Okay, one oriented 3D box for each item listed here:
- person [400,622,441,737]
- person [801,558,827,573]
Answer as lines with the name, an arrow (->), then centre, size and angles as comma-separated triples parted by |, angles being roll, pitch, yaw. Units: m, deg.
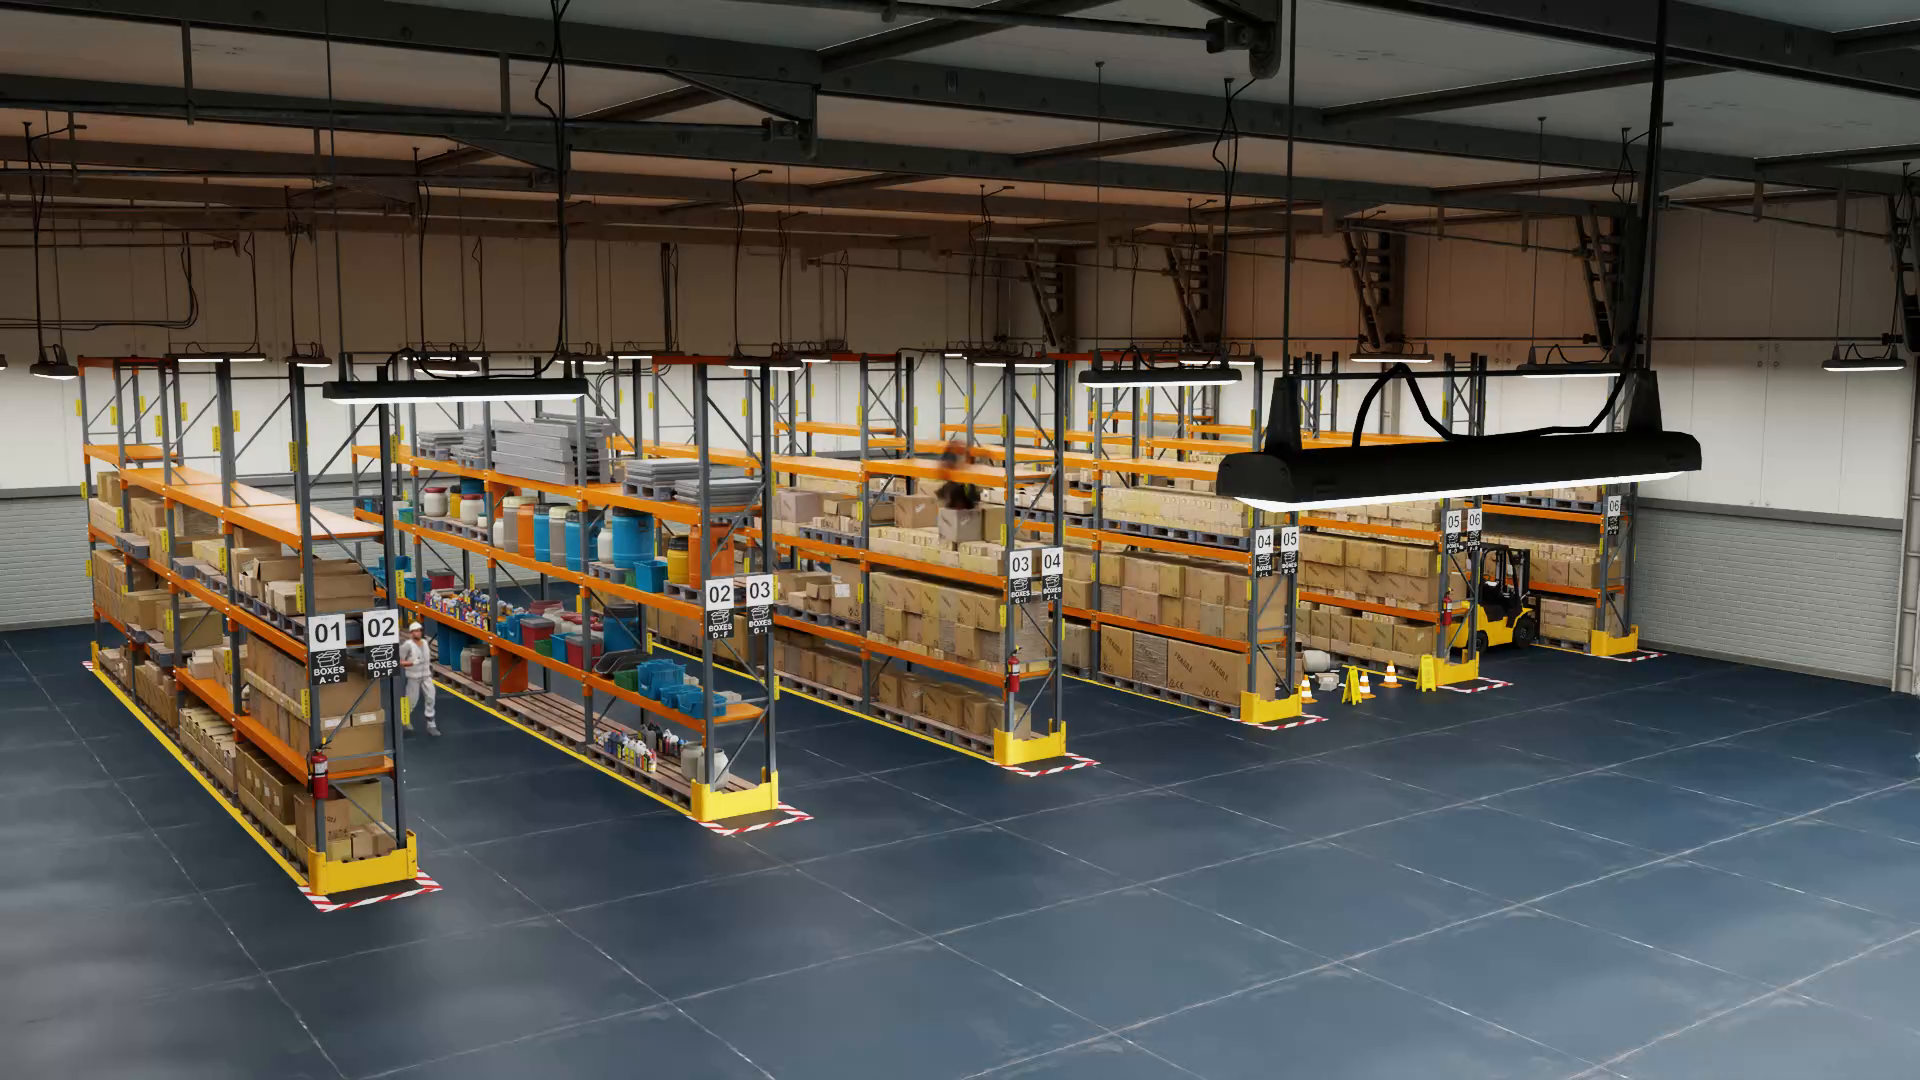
person -> -8.628, 2.200, 26.490 | 0.882, 1.794, 0.644 | 6, 9, 40
person -> -3.789, 0.365, 42.100 | 0.945, 1.725, 0.773 | 3, 8, 23
